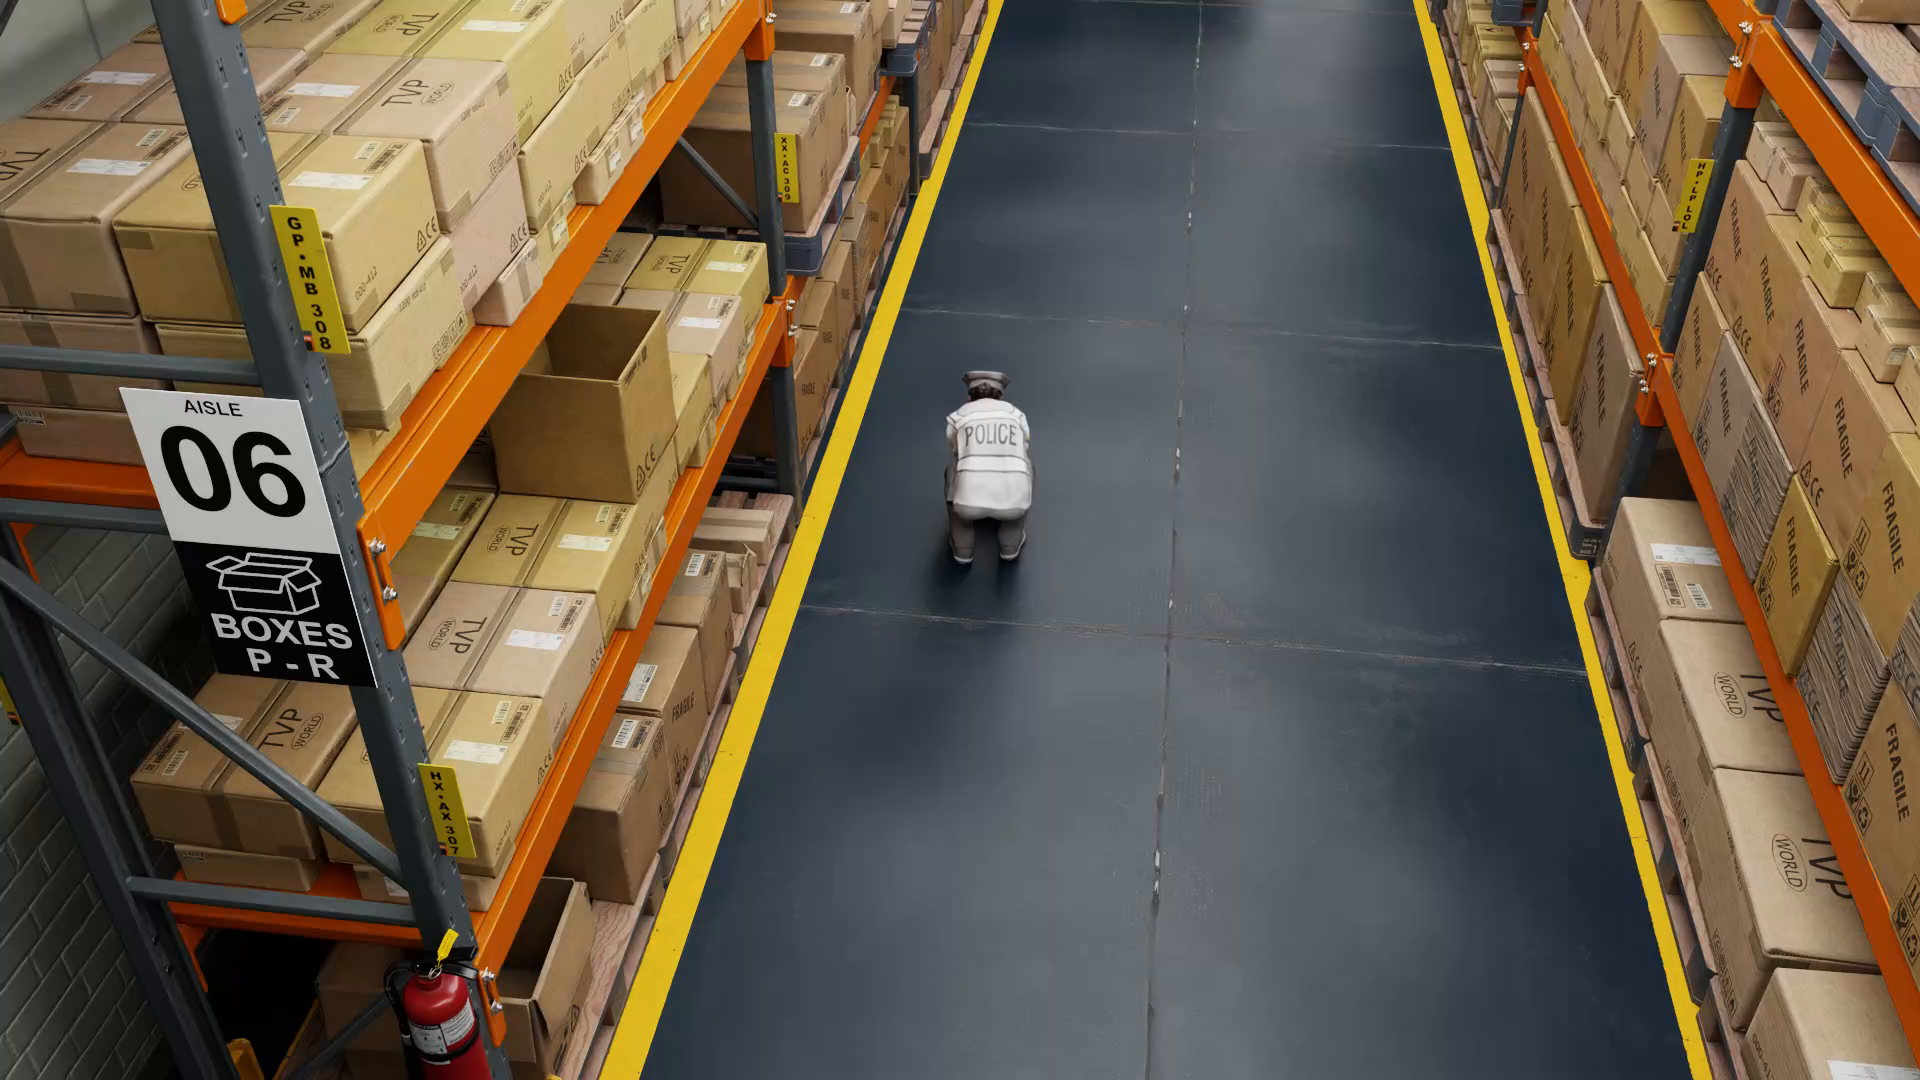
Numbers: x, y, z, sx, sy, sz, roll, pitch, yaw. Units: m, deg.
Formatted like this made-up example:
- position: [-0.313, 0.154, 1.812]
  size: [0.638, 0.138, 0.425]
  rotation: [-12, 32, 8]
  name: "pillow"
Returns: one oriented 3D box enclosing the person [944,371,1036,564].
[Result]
- position: [0.146, -0.335, 8.290]
  size: [0.459, 0.822, 0.907]
  rotation: [2, 36, 3]
  name: "person"
